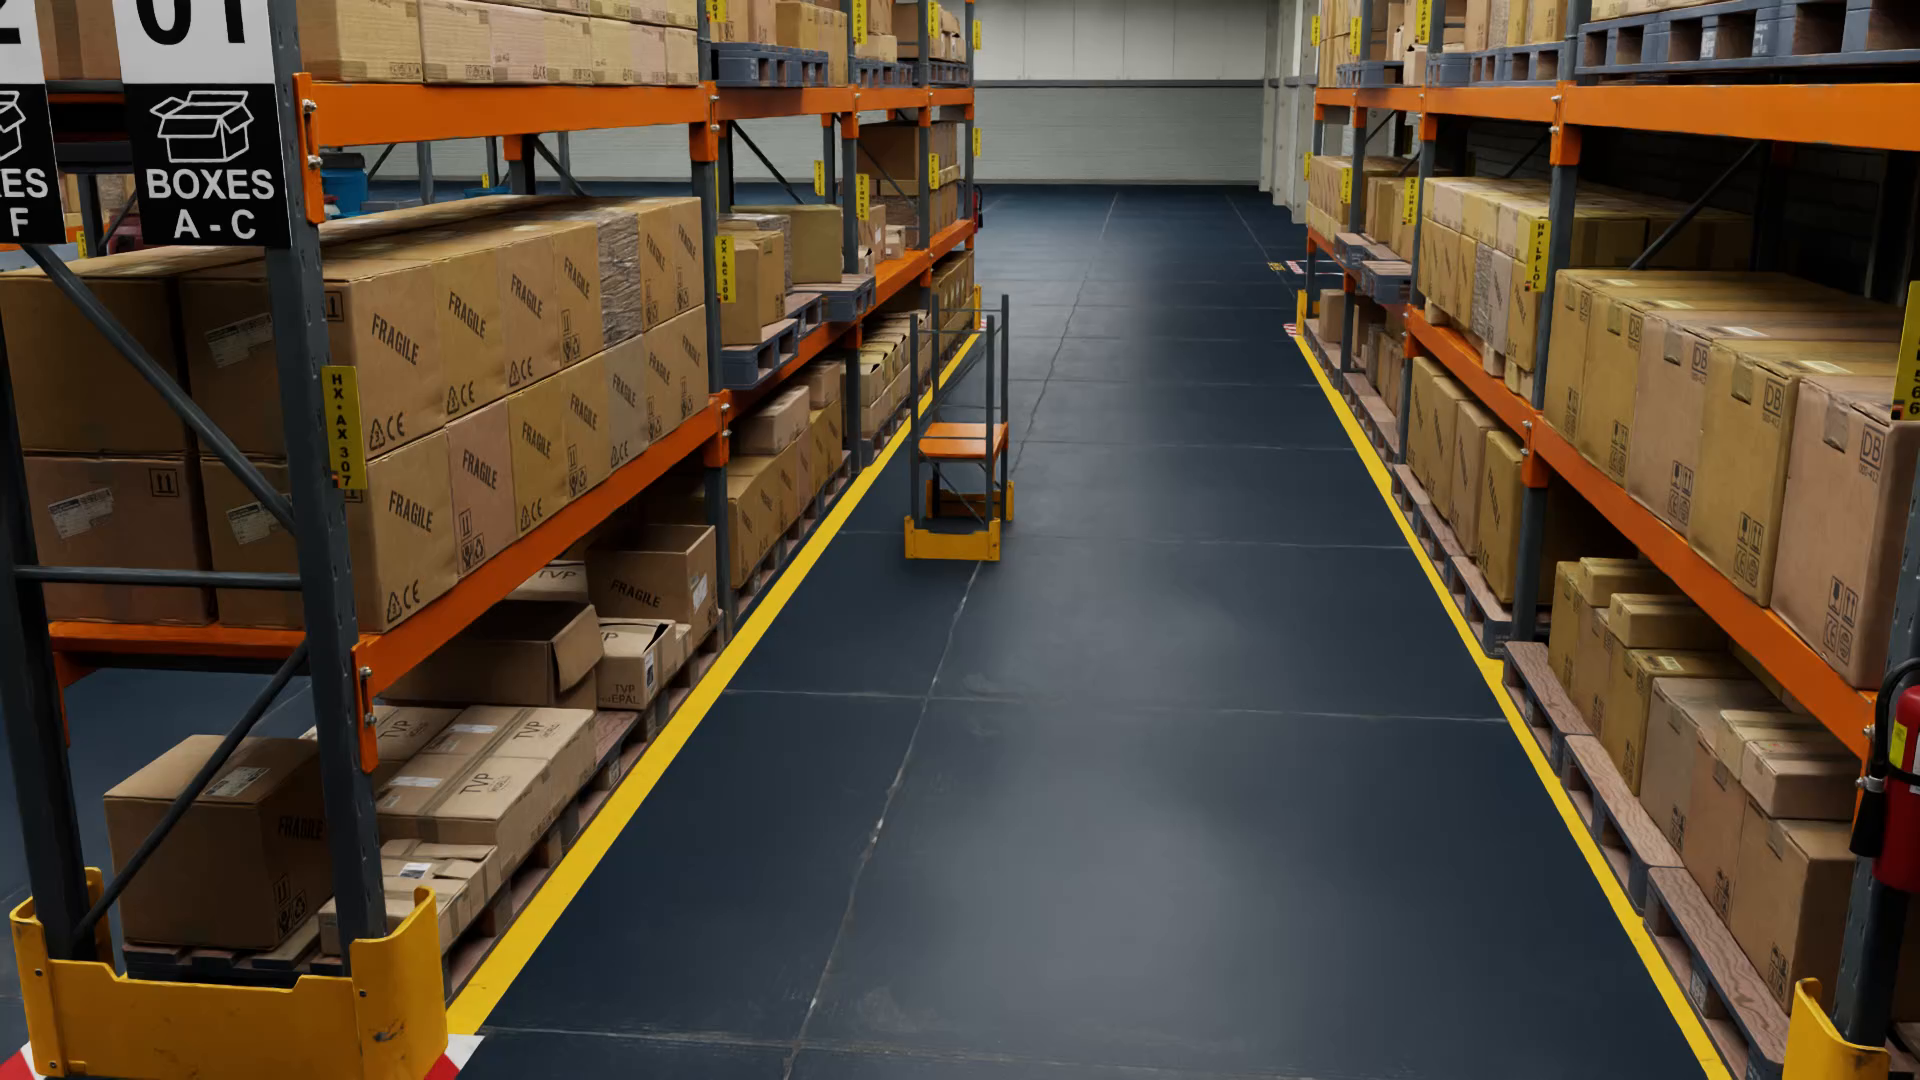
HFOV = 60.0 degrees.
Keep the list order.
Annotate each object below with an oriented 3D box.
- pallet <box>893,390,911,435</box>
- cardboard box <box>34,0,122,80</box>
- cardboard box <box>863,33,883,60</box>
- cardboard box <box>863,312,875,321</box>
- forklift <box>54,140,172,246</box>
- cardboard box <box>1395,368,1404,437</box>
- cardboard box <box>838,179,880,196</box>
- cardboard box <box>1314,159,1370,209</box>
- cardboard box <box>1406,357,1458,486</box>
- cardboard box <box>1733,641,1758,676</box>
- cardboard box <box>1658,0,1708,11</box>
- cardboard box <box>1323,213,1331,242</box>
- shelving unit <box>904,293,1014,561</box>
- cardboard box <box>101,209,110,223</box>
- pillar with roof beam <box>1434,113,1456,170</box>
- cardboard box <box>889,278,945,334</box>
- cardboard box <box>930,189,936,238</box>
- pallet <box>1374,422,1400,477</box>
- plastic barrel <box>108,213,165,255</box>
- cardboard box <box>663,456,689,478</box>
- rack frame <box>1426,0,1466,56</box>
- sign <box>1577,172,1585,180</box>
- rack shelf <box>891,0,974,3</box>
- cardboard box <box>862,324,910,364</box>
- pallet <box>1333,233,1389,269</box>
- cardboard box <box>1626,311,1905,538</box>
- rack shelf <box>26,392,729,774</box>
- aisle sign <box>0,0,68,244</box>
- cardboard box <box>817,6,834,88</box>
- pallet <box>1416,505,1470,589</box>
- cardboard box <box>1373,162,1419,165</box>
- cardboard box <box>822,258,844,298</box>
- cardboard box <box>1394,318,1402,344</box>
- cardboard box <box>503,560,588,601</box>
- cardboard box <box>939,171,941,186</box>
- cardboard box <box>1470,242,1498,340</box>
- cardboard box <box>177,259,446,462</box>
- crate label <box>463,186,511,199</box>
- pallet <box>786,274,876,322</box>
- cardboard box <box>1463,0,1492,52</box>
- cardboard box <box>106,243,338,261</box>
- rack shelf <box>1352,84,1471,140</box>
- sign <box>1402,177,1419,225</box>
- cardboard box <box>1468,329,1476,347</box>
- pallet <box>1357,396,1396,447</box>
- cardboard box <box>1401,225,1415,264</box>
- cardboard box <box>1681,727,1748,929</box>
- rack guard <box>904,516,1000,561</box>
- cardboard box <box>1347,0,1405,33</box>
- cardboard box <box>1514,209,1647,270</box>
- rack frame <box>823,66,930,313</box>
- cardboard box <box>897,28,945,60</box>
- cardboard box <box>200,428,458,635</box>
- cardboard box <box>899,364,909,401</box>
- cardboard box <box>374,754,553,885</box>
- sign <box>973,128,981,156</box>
[{"bbox_3d":[-0.974,-1.146,14.497,1.003,0.211,1.213,2,15,6],"label":"pallet"},{"bbox_3d":[-2.352,-1.406,4.657,0.500,0.250,0.500,2,15,6],"label":"cardboard box"},{"bbox_3d":[-0.932,-4.278,14.474,0.500,0.250,0.500,0,15,1],"label":"cardboard box"},{"bbox_3d":[-1.088,-2.048,15.879,0.500,0.311,0.500,2,15,6],"label":"cardboard box"},{"bbox_3d":[-4.836,-1.433,10.348,3.031,2.935,1.130,0,15,1],"label":"forklift"},{"bbox_3d":[3.707,-1.014,12.610,0.700,0.500,0.500,2,15,7],"label":"cardboard box"},{"bbox_3d":[-0.976,-3.440,16.204,0.380,0.149,0.250,2,15,6],"label":"cardboard box"},{"bbox_3d":[4.097,-3.817,17.844,0.500,0.500,0.500,1,15,4],"label":"cardboard box"},{"bbox_3d":[3.464,-0.798,11.180,0.750,0.750,0.750,1,15,6],"label":"cardboard box"},{"bbox_3d":[3.109,0.405,6.158,0.380,0.149,0.250,1,15,5],"label":"cardboard box"},{"bbox_3d":[2.764,-1.972,5.754,0.500,0.250,0.500,1,15,5],"label":"cardboard box"},{"bbox_3d":[3.987,-3.186,16.947,0.500,0.250,0.500,2,15,6],"label":"cardboard box"},{"bbox_3d":[0.009,-0.744,10.539,0.587,1.500,1.083,2,15,6],"label":"shelving unit"},{"bbox_3d":[-10.077,-3.739,19.224,0.380,0.149,0.250,2,15,6],"label":"cardboard box"},{"bbox_3d":[1.083,-6.710,18.239,9.100,9.000,0.400,2,15,6],"label":"pillar with roof beam"},{"bbox_3d":[-0.431,-2.350,16.635,0.500,0.500,0.500,2,15,6],"label":"cardboard box"},{"bbox_3d":[-0.637,-3.433,17.418,0.700,0.500,0.500,2,15,7],"label":"cardboard box"},{"bbox_3d":[3.767,-0.676,12.758,1.003,0.211,1.213,2,15,6],"label":"pallet"},{"bbox_3d":[-6.415,-2.306,13.185,0.600,0.536,0.708,2,15,6],"label":"plastic barrel"},{"bbox_3d":[-1.862,-0.197,9.591,0.500,0.500,0.500,2,15,6],"label":"cardboard box"},{"bbox_3d":[3.677,-4.716,10.862,1.000,3.000,0.127,2,15,6],"label":"rack frame"},{"bbox_3d":[4.229,-2.363,11.437,0.100,0.325,0.005,2,15,6],"label":"sign"},{"bbox_3d":[-0.568,-5.876,17.299,1.077,0.370,4.000,2,15,6],"label":"rack shelf"},{"bbox_3d":[-0.666,-1.770,14.851,0.500,0.311,0.500,2,15,6],"label":"cardboard box"},{"bbox_3d":[3.898,-2.571,14.790,1.003,0.211,1.213,2,15,6],"label":"pallet"},{"bbox_3d":[2.988,-0.409,5.852,0.980,0.700,0.700,1,15,4],"label":"cardboard box"},{"bbox_3d":[-1.922,-0.061,6.520,1.077,0.370,4.000,2,15,6],"label":"rack shelf"},{"bbox_3d":[-2.460,-1.136,4.136,0.394,0.787,0.004,2,15,6],"label":"aisle sign"},{"bbox_3d":[-1.319,-3.214,10.865,0.910,0.500,0.500,2,15,6],"label":"cardboard box"},{"bbox_3d":[3.373,0.044,10.094,1.003,0.211,1.213,2,15,6],"label":"pallet"},{"bbox_3d":[4.560,-3.670,17.301,0.500,0.500,0.500,2,15,7],"label":"cardboard box"},{"bbox_3d":[-1.161,-2.015,12.537,0.500,0.311,0.500,3,15,10],"label":"cardboard box"},{"bbox_3d":[3.961,-1.784,14.023,0.500,0.250,0.500,1,15,5],"label":"cardboard box"},{"bbox_3d":[-1.959,0.261,8.259,0.500,0.311,0.500,2,15,6],"label":"cardboard box"},{"bbox_3d":[-0.400,-3.829,17.643,0.380,0.149,0.250,2,15,6],"label":"cardboard box"},{"bbox_3d":[3.140,-1.374,9.195,0.500,0.500,0.500,2,15,6],"label":"cardboard box"},{"bbox_3d":[-1.836,-0.528,4.761,0.500,0.500,0.500,2,15,8],"label":"cardboard box"},{"bbox_3d":[-5.203,-3.718,18.598,0.502,0.435,0.616,2,15,6],"label":"crate label"},{"bbox_3d":[-1.252,-1.694,11.548,1.213,0.211,1.003,2,15,6],"label":"pallet"},{"bbox_3d":[3.680,-3.403,10.720,0.700,0.500,0.500,1,15,2],"label":"cardboard box"},{"bbox_3d":[-2.315,-0.675,5.306,0.500,0.500,0.500,2,15,8],"label":"cardboard box"},{"bbox_3d":[3.903,-3.439,13.266,1.077,0.370,4.000,2,15,6],"label":"rack shelf"},{"bbox_3d":[3.137,-2.354,11.554,0.100,0.325,0.005,2,15,6],"label":"sign"},{"bbox_3d":[3.248,-1.231,9.912,0.380,0.149,0.250,2,15,7],"label":"cardboard box"},{"bbox_3d":[3.907,-0.992,13.925,1.003,0.211,1.213,2,15,6],"label":"pallet"},{"bbox_3d":[3.756,-2.348,12.565,0.700,0.500,0.500,0,15,1],"label":"cardboard box"},{"bbox_3d":[2.810,0.945,5.405,0.700,0.500,0.500,2,15,6],"label":"cardboard box"},{"bbox_3d":[-0.048,-0.011,10.225,0.587,0.250,0.087,2,15,6],"label":"rack guard"},{"bbox_3d":[3.916,-4.984,15.454,0.500,0.500,0.500,0,15,1],"label":"cardboard box"},{"bbox_3d":[3.024,-1.474,8.132,0.500,0.250,0.500,2,15,8],"label":"cardboard box"},{"bbox_3d":[-0.794,-3.002,16.018,1.000,3.000,0.127,2,15,6],"label":"rack frame"},{"bbox_3d":[-0.414,-4.940,16.537,0.500,0.311,0.500,1,15,3],"label":"cardboard box"},{"bbox_3d":[-1.836,-0.045,4.892,0.500,0.500,0.500,2,15,7],"label":"cardboard box"},{"bbox_3d":[-0.728,-1.366,14.429,0.500,0.250,0.500,2,15,7],"label":"cardboard box"},{"bbox_3d":[-1.748,0.963,5.779,0.500,0.250,0.500,2,15,6],"label":"cardboard box"},{"bbox_3d":[0.195,-4.693,19.600,0.100,0.325,0.005,2,15,6],"label":"sign"}]
